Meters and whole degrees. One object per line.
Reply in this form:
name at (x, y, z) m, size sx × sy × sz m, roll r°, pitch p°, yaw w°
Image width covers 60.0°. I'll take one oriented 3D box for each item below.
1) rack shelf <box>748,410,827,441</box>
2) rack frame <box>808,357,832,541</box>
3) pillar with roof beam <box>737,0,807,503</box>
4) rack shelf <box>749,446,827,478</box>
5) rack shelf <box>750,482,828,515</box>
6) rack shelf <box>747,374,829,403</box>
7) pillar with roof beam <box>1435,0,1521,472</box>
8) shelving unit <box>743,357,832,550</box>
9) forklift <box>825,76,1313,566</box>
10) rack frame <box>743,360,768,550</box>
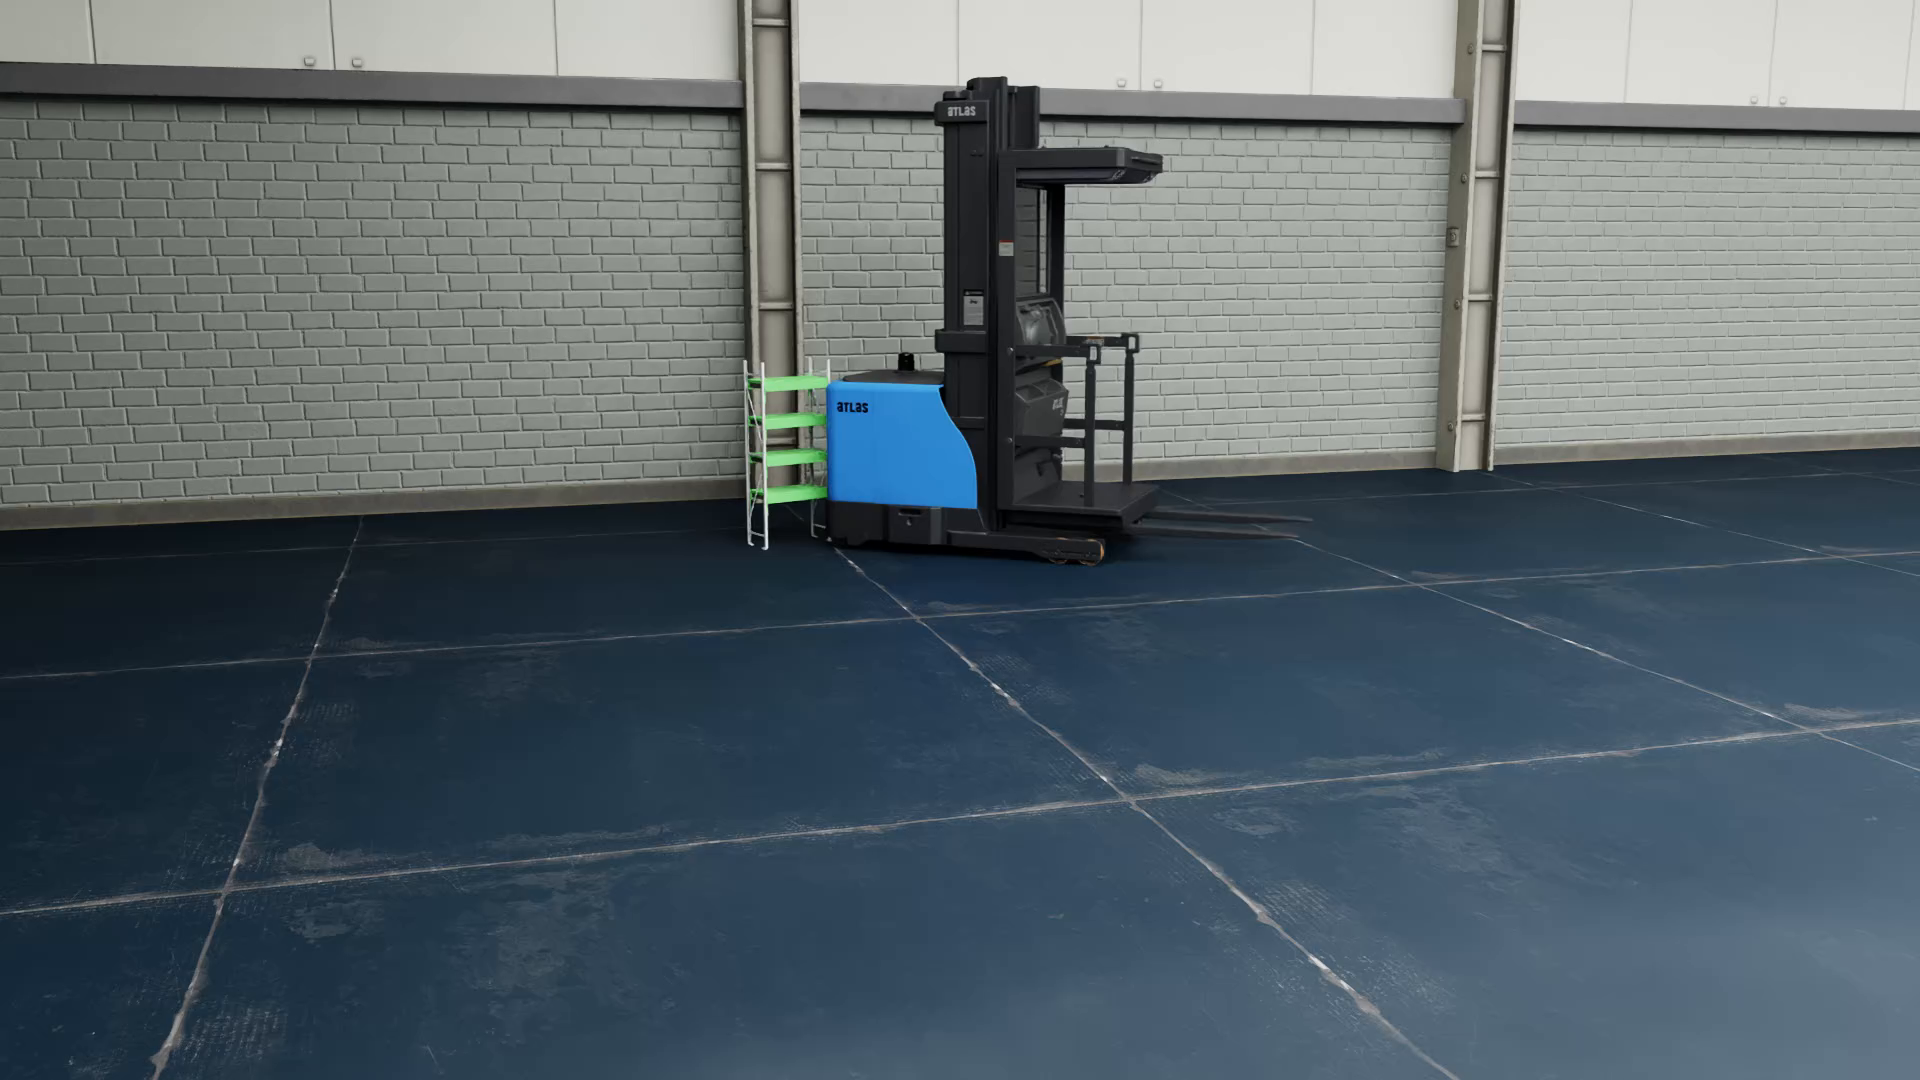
rack shelf at (-1.120, -0.746, 10.812) m, size 0.480 × 0.148 × 0.258 m, roll -8°, pitch 13°, yaw -36°
rack frame at (-0.924, -0.599, 10.987) m, size 0.015 × 1.200 × 0.240 m, roll -8°, pitch 13°, yaw -36°
pillar with roof beam at (-0.196, -3.992, 7.875) m, size 0.400 × 9.000 × 9.100 m, roll -3°, pitch 11°, yaw -16°
rack shelf at (-1.120, -0.510, 10.855) m, size 0.480 × 0.148 × 0.258 m, roll -8°, pitch 13°, yaw -36°
rack shelf at (-1.120, -0.274, 10.899) m, size 0.480 × 0.148 × 0.258 m, roll -8°, pitch 13°, yaw -36°
rack shelf at (-1.120, -0.982, 10.768) m, size 0.480 × 0.148 × 0.258 m, roll -8°, pitch 13°, yaw -36°
pillar with roof beam at (5.565, -4.295, 9.524) m, size 0.400 × 9.000 × 9.100 m, roll -3°, pitch 11°, yaw -16°
shelving unit at (-1.120, -0.573, 10.844) m, size 0.503 × 1.200 × 0.258 m, roll -8°, pitch 13°, yaw -36°
forklift at (0.701, -1.389, 10.496) m, size 3.031 × 2.935 × 1.130 m, roll 4°, pitch 11°, yaw 19°
rack frame at (-1.315, -0.546, 10.700) m, size 0.015 × 1.200 × 0.240 m, roll -8°, pitch 13°, yaw -36°
